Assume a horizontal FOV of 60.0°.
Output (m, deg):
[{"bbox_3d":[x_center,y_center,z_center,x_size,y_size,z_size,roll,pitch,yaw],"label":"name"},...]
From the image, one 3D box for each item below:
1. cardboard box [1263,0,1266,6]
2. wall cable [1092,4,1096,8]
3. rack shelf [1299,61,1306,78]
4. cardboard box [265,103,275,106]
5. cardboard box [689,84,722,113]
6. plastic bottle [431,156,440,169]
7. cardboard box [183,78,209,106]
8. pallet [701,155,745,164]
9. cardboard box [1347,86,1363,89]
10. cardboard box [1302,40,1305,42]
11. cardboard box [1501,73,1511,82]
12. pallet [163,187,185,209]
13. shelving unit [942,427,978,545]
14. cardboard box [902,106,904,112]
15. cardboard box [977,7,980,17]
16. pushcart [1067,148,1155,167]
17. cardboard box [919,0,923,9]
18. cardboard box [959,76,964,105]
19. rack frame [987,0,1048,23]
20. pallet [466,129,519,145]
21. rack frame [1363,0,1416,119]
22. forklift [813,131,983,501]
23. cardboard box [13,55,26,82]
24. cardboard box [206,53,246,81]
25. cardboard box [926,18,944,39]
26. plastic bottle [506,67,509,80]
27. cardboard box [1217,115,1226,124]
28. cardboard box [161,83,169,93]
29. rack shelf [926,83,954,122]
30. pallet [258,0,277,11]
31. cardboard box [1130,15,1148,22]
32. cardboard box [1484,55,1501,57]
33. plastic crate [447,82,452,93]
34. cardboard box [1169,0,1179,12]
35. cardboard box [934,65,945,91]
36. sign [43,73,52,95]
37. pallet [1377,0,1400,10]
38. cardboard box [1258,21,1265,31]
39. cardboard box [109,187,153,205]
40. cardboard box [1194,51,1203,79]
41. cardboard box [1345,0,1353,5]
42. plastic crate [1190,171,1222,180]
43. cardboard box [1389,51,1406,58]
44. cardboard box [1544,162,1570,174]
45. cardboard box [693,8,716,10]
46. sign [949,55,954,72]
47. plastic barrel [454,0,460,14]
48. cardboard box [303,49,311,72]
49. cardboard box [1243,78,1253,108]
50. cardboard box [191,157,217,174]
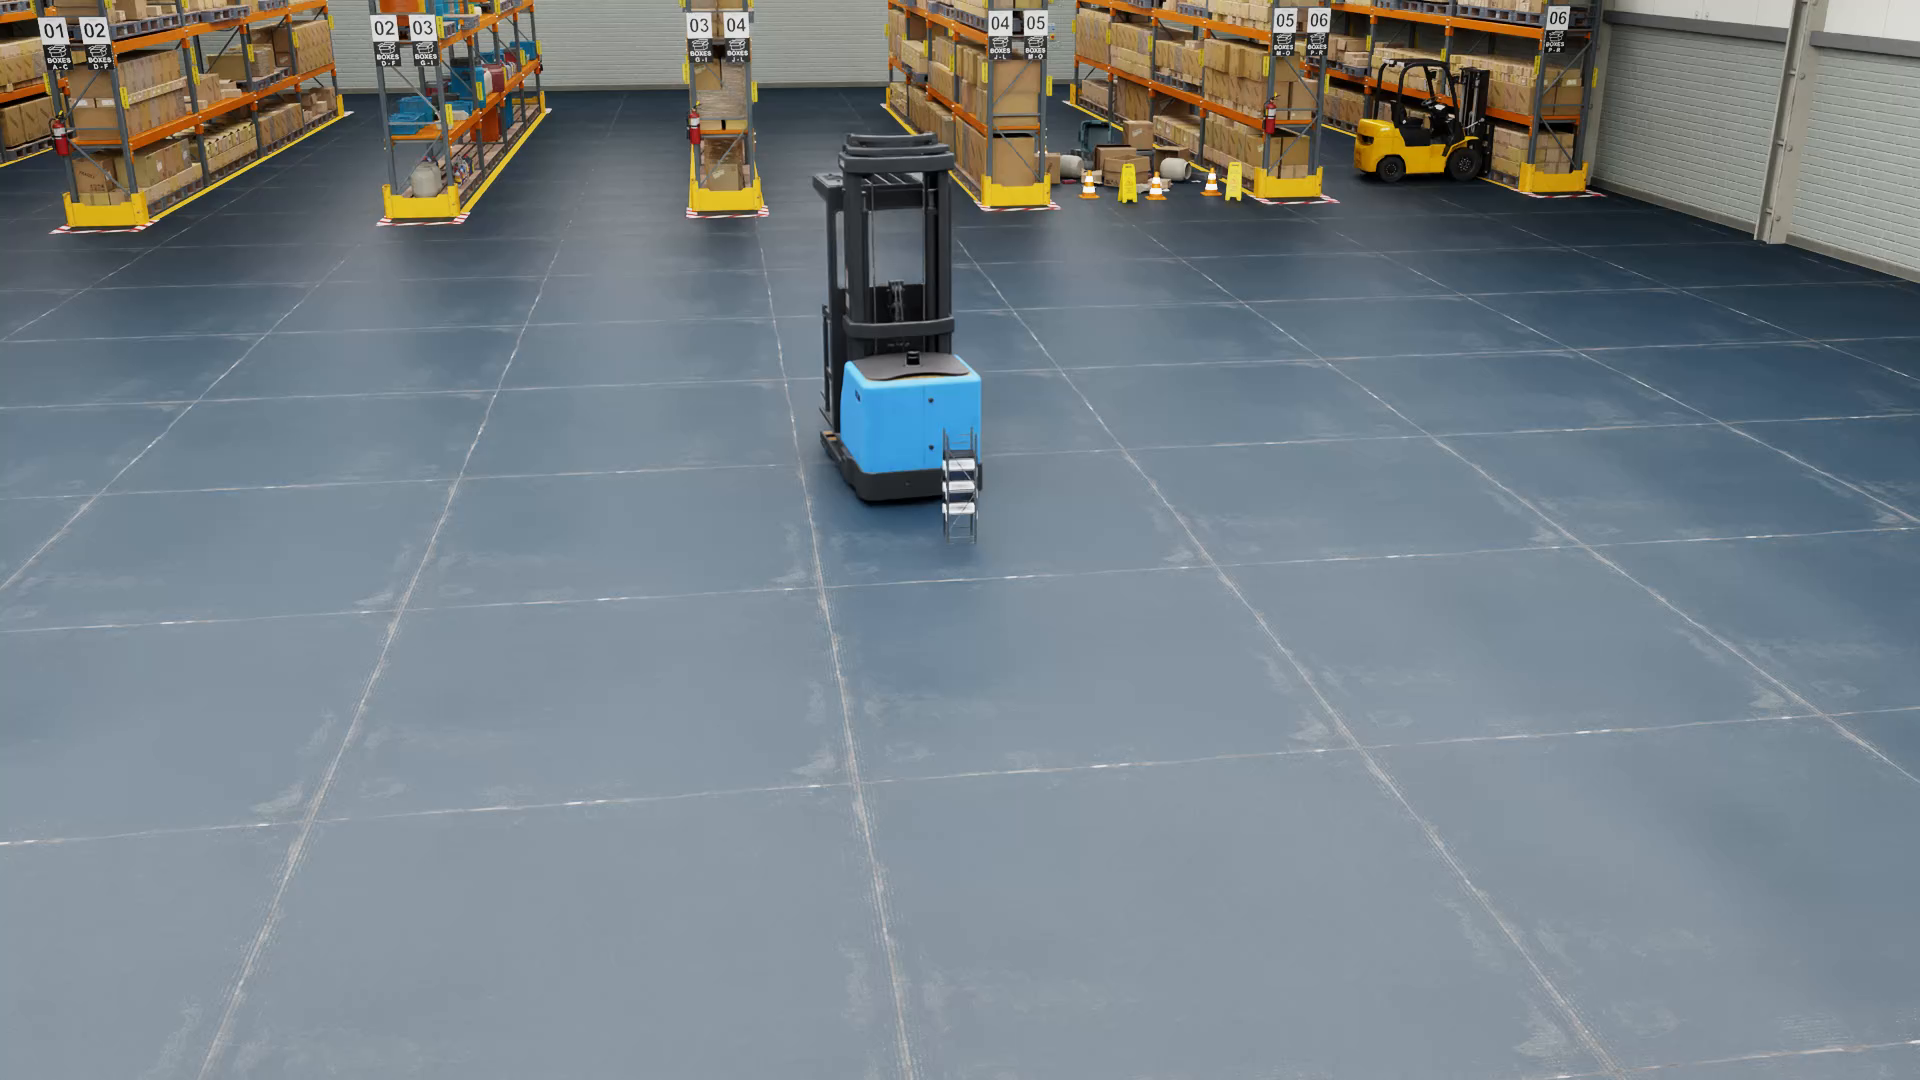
[{"bbox_3d":[5.504,-9.377,28.966,0.380,0.149,0.250,-3,21,-7],"label":"cardboard box"},{"bbox_3d":[4.104,-15.564,49.149,0.588,1.984,0.122,-3,21,-8],"label":"wall cable"},{"bbox_3d":[8.738,-12.284,42.847,1.077,0.370,4.000,-3,21,-8],"label":"rack shelf"},{"bbox_3d":[-15.667,-9.534,37.399,0.500,0.500,0.500,-4,21,-10],"label":"cardboard box"},{"bbox_3d":[-4.205,-7.567,28.622,0.875,0.500,0.500,-3,21,-8],"label":"cardboard box"},{"bbox_3d":[-9.592,-6.829,30.371,0.144,0.351,0.185,-3,21,-8],"label":"plastic bottle"},{"bbox_3d":[-14.513,-8.405,31.289,0.500,0.500,0.500,-1,21,-4],"label":"cardboard box"},{"bbox_3d":[-4.652,-7.370,32.648,1.003,0.211,1.213,-3,21,-8],"label":"pallet"},{"bbox_3d":[9.500,-10.785,39.851,0.380,0.149,0.250,-2,21,-6],"label":"cardboard box"},{"bbox_3d":[8.993,-12.705,42.736,0.500,0.250,0.500,-3,21,-8],"label":"cardboard box"},{"bbox_3d":[10.276,-8.587,30.849,0.380,0.149,0.250,-4,21,-10],"label":"cardboard box"},{"bbox_3d":[-14.090,-5.902,28.716,1.003,0.211,1.213,-3,21,-8],"label":"pallet"},{"bbox_3d":[-0.001,-0.424,13.066,0.258,0.900,0.210,-3,21,-8],"label":"shelving unit"},{"bbox_3d":[-1.220,-10.554,40.662,0.380,0.149,0.250,-4,21,-10],"label":"cardboard box"},{"bbox_3d":[0.504,-9.043,28.469,0.380,0.149,0.250,-3,21,-7],"label":"cardboard box"},{"bbox_3d":[3.019,-7.546,32.881,1.648,0.377,0.936,-11,23,-26],"label":"pushcart"},{"bbox_3d":[-0.611,-11.817,36.137,0.500,0.500,0.500,-3,21,-8],"label":"cardboard box"},{"bbox_3d":[0.449,-8.565,31.648,0.875,0.550,0.550,-3,21,-8],"label":"cardboard box"},{"bbox_3d":[0.961,-10.048,27.257,1.000,3.000,0.127,-3,21,-8],"label":"rack frame"},{"bbox_3d":[-10.344,-8.928,36.819,1.003,0.211,1.213,-3,21,-8],"label":"pallet"},{"bbox_3d":[9.602,-10.544,37.159,1.000,3.000,0.127,-3,21,-8],"label":"rack frame"},{"bbox_3d":[-0.676,-2.184,14.874,1.130,2.935,3.031,-5,21,-14],"label":"forklift"},{"bbox_3d":[-19.774,-9.773,34.499,0.500,0.500,0.500,-3,21,-8],"label":"cardboard box"},{"bbox_3d":[-15.121,-9.750,34.290,0.700,0.500,0.500,-10,23,-26],"label":"cardboard box"},{"bbox_3d":[-0.593,-12.215,39.637,0.500,0.500,0.500,-2,21,-6],"label":"cardboard box"},{"bbox_3d":[-9.960,-10.247,36.530,0.061,0.283,0.133,-3,21,-8],"label":"plastic bottle"},{"bbox_3d":[5.120,-8.029,31.756,0.380,0.149,0.250,-2,21,-6],"label":"cardboard box"},{"bbox_3d":[-13.946,-7.824,28.807,0.380,0.149,0.250,-3,21,-8],"label":"cardboard box"},{"bbox_3d":[0.096,-8.978,33.995,1.077,0.370,4.000,-3,21,-8],"label":"rack shelf"},{"bbox_3d":[-15.318,-11.408,35.453,1.213,0.211,1.003,-3,21,-8],"label":"pallet"},{"bbox_3d":[4.326,-12.618,40.215,0.380,0.149,0.250,-3,21,-9],"label":"cardboard box"},{"bbox_3d":[10.519,-9.464,32.774,0.380,0.149,0.250,-3,21,-9],"label":"cardboard box"},{"bbox_3d":[-9.907,-8.516,31.753,0.392,0.384,0.575,-3,21,-8],"label":"plastic crate"},{"bbox_3d":[4.818,-11.415,35.063,0.700,0.500,0.500,-3,21,-8],"label":"cardboard box"},{"bbox_3d":[-0.247,-9.535,34.314,0.500,0.500,0.500,-3,21,-8],"label":"cardboard box"},{"bbox_3d":[-14.304,-7.155,26.092,0.100,0.325,0.005,-3,21,-8],"label":"sign"},{"bbox_3d":[9.789,-11.630,36.050,1.213,0.211,1.003,-2,21,-5],"label":"pallet"},{"bbox_3d":[5.448,-9.003,29.107,0.380,0.149,0.250,-3,21,-7],"label":"cardboard box"},{"bbox_3d":[-13.623,-5.629,27.331,0.500,0.250,0.500,-3,21,-8],"label":"cardboard box"},{"bbox_3d":[4.974,-9.438,33.031,0.500,0.500,0.500,-3,21,-9],"label":"cardboard box"},{"bbox_3d":[9.143,-12.391,38.033,0.500,0.250,0.500,-3,21,-8],"label":"cardboard box"},{"bbox_3d":[4.683,-6.954,31.722,0.402,0.080,0.583,-11,23,-26],"label":"plastic crate"},{"bbox_3d":[9.509,-10.499,35.970,0.380,0.149,0.250,-3,21,-7],"label":"cardboard box"},{"bbox_3d":[10.878,-6.862,30.632,0.500,0.250,0.500,-3,21,-8],"label":"cardboard box"},{"bbox_3d":[-4.352,-8.987,28.349,0.380,0.149,0.250,-3,21,-7],"label":"cardboard box"},{"bbox_3d":[-0.152,-9.097,31.744,0.100,0.325,0.005,-3,21,-8],"label":"sign"},{"bbox_3d":[-9.917,-10.415,31.812,0.600,0.901,0.708,-3,21,-8],"label":"plastic barrel"},{"bbox_3d":[-15.376,-11.093,38.486,0.500,0.500,0.500,-3,21,-7],"label":"cardboard box"},{"bbox_3d":[5.426,-8.056,29.930,0.500,0.500,0.500,-3,21,-8],"label":"cardboard box"},{"bbox_3d":[-14.155,-6.970,30.919,0.500,0.250,0.500,-3,21,-9],"label":"cardboard box"}]
